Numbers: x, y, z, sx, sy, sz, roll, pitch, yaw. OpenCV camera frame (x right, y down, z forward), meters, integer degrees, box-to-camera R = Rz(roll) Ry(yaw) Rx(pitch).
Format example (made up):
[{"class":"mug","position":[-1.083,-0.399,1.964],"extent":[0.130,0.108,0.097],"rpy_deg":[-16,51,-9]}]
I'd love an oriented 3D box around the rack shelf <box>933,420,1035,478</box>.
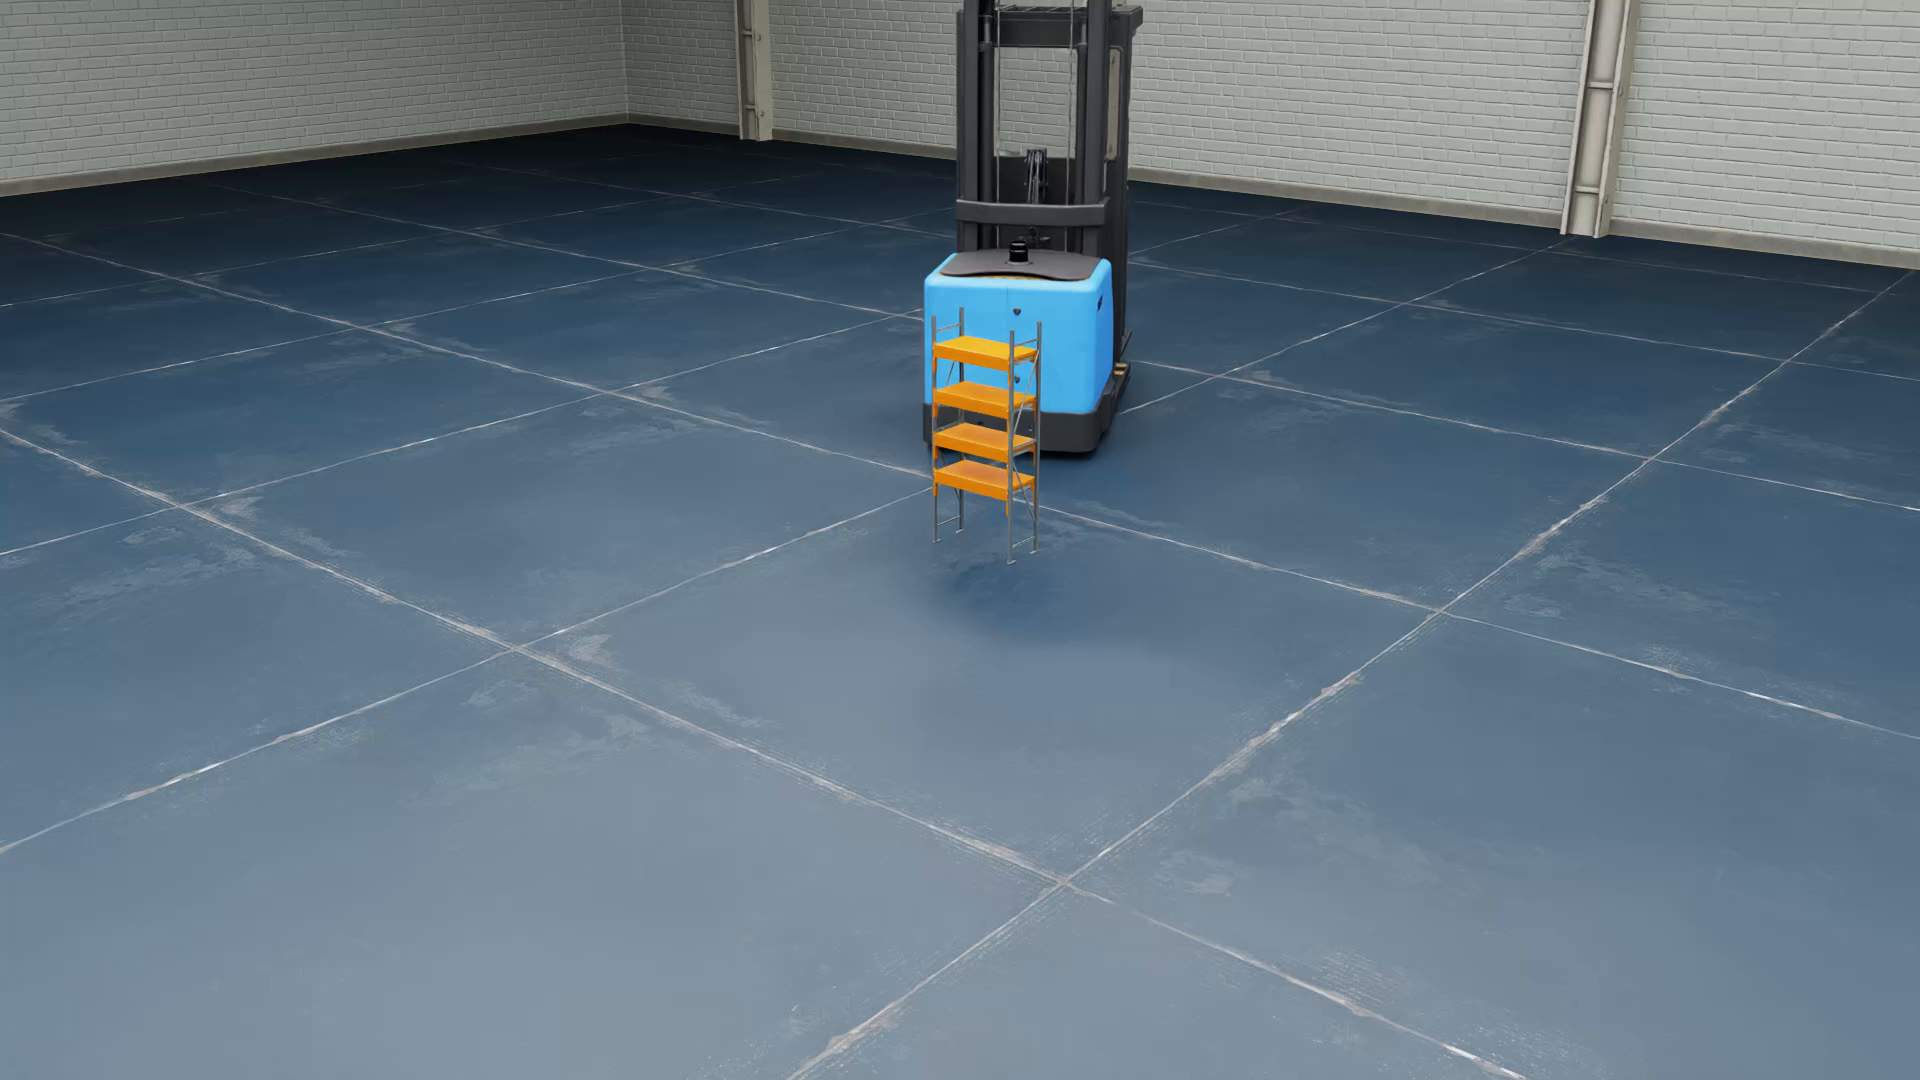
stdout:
[{"class":"rack shelf","position":[0.128,-0.462,8.382],"extent":[0.480,0.148,0.258],"rpy_deg":[16,26,36]}]

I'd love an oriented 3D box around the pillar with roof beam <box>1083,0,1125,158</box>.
[{"class":"pillar with roof beam","position":[-1.011,-7.491,15.780],"extent":[0.400,9.000,9.100],"rpy_deg":[16,26,36]}]

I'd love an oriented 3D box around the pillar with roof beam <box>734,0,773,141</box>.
[{"class":"pillar with roof beam","position":[-5.659,-8.830,19.330],"extent":[0.400,9.000,9.100],"rpy_deg":[16,26,36]}]

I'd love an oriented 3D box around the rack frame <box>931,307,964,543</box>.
[{"class":"rack frame","position":[-0.061,-0.579,8.503],"extent":[0.015,1.200,0.240],"rpy_deg":[16,26,36]}]

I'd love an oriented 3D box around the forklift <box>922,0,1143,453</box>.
[{"class":"forklift","position":[0.568,-2.374,10.809],"extent":[1.130,2.935,3.031],"rpy_deg":[4,21,11]}]

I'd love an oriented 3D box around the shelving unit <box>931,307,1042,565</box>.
[{"class":"shelving unit","position":[0.128,-0.524,8.359],"extent":[0.503,1.200,0.258],"rpy_deg":[16,26,36]}]

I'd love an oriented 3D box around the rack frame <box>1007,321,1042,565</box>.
[{"class":"rack frame","position":[0.317,-0.470,8.214],"extent":[0.015,1.200,0.240],"rpy_deg":[16,26,36]}]

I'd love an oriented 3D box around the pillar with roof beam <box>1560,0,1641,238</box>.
[{"class":"pillar with roof beam","position":[3.638,-6.153,12.230],"extent":[0.400,9.000,9.100],"rpy_deg":[16,26,36]}]

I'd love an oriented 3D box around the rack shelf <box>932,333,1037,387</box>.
[{"class":"rack shelf","position":[0.128,-0.892,8.220],"extent":[0.480,0.148,0.258],"rpy_deg":[16,26,36]}]

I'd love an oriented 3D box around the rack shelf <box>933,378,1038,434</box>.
[{"class":"rack shelf","position":[0.128,-0.671,8.303],"extent":[0.480,0.148,0.258],"rpy_deg":[16,26,36]}]

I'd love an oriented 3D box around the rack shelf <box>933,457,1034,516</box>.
[{"class":"rack shelf","position":[0.128,-0.276,8.452],"extent":[0.480,0.148,0.258],"rpy_deg":[16,26,36]}]
